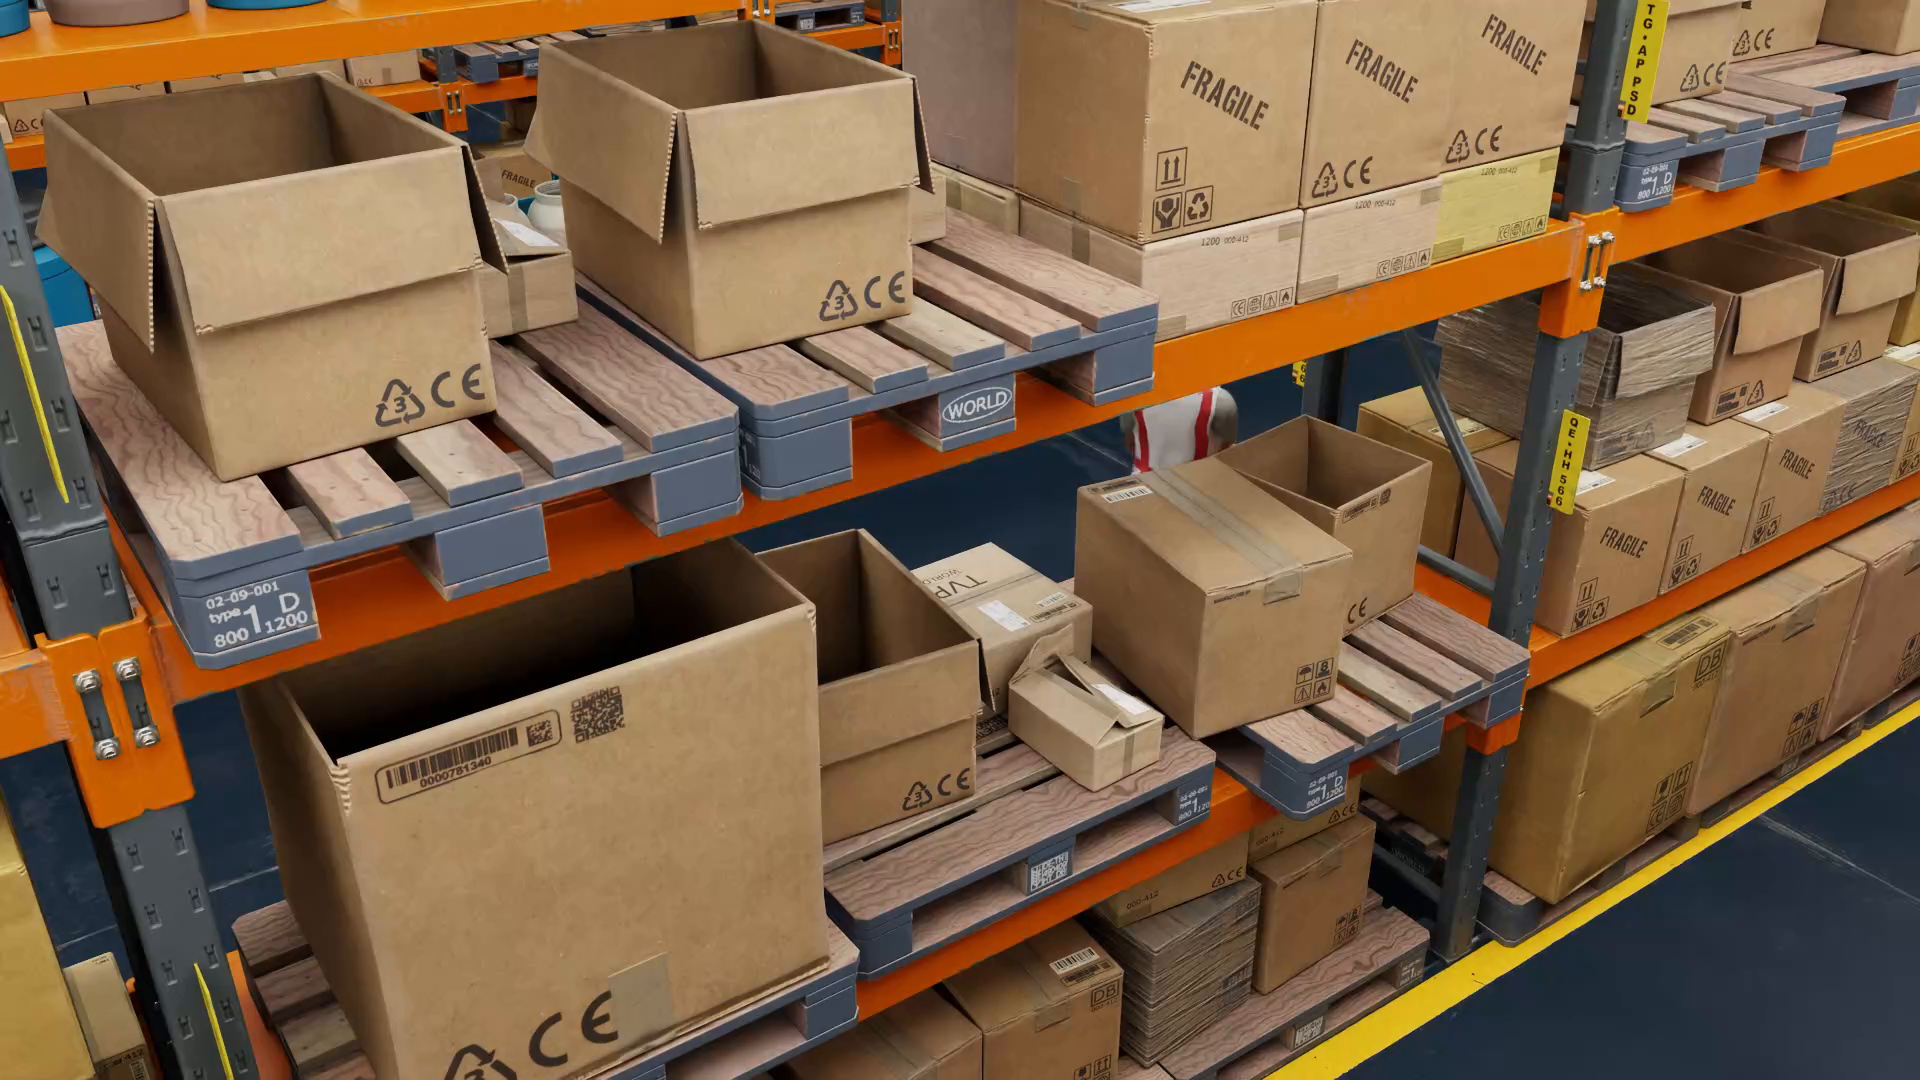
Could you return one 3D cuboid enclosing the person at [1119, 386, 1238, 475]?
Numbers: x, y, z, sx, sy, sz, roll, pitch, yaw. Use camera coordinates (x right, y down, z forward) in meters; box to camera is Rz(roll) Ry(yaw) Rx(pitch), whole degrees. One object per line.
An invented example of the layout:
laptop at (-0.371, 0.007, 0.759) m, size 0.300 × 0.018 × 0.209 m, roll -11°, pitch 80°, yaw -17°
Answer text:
person at (0.995, -0.207, 7.468) m, size 0.566 × 1.795 × 0.504 m, roll 9°, pitch 30°, yaw 16°
